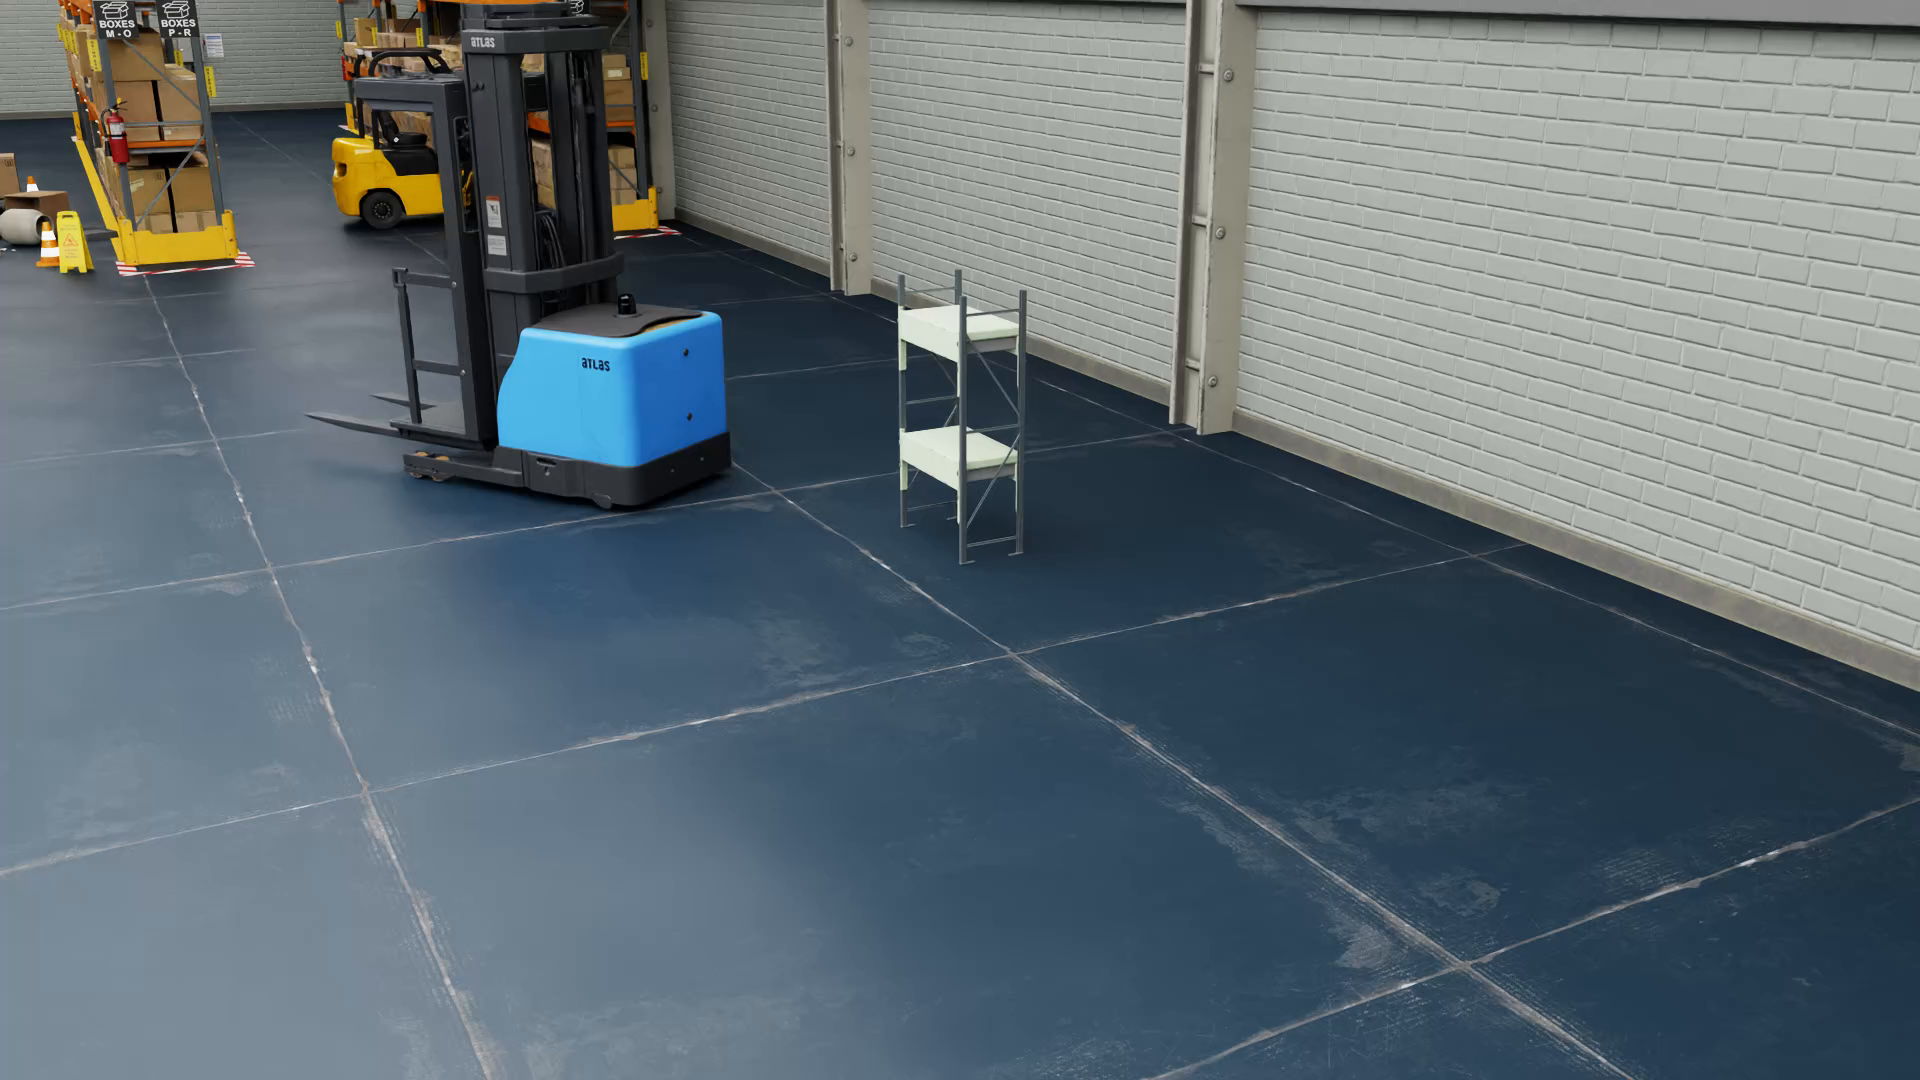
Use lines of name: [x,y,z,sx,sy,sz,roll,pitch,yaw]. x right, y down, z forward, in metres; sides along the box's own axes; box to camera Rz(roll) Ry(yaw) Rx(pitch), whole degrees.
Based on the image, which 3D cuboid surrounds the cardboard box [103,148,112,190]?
cardboard box: [-10.637,-4.766,21.266,0.500,0.500,0.500,-9,21,-24]

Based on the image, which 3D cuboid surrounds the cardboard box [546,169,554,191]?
cardboard box: [-4.920,-4.572,21.087,0.500,0.250,0.500,-10,22,-27]

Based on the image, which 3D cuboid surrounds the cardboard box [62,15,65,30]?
cardboard box: [-15.898,-9.213,30.046,0.500,0.500,0.500,-10,21,-27]

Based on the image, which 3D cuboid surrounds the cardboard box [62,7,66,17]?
cardboard box: [-15.754,-9.399,29.590,0.380,0.149,0.250,-11,22,-28]

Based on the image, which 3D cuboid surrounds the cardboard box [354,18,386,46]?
cardboard box: [-11.320,-9.760,31.943,0.500,0.500,0.500,-9,21,-25]

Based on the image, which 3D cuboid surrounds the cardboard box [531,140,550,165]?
cardboard box: [-5.403,-5.090,21.822,0.500,0.250,0.500,-10,21,-26]

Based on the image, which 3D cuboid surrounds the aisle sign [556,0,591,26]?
aisle sign: [-4.641,-6.510,19.914,0.394,0.787,0.004,-10,21,-27]

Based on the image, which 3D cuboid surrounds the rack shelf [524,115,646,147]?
rack shelf: [-5.363,-5.580,22.306,1.077,0.370,4.000,-10,21,-27]

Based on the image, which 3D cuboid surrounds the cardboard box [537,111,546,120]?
cardboard box: [-5.117,-5.644,21.235,0.500,0.500,0.500,-9,21,-25]

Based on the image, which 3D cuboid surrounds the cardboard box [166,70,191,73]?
cardboard box: [-9.501,-5.381,20.019,0.500,0.500,0.500,-10,22,-28]

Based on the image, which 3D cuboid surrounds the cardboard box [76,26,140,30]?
cardboard box: [-10.224,-5.926,20.065,0.700,0.500,0.500,-11,22,-28]

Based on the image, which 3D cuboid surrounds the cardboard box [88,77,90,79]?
cardboard box: [-11.827,-6.649,23.048,0.500,0.500,0.500,-11,22,-29]

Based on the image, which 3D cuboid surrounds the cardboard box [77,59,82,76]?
cardboard box: [-13.279,-7.284,25.605,0.500,0.250,0.500,-11,22,-28]

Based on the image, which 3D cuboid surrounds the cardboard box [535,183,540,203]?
cardboard box: [-5.372,-4.619,21.992,0.500,0.250,0.500,-10,21,-26]

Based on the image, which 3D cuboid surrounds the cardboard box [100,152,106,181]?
cardboard box: [-11.962,-5.454,24.224,0.950,0.372,0.625,-10,22,-28]

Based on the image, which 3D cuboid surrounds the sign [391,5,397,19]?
sign: [-11.513,-10.716,33.827,0.100,0.325,0.005,-10,21,-27]

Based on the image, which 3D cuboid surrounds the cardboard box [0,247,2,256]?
cardboard box: [-11.180,-3.291,18.941,0.380,0.149,0.250,1,19,2]

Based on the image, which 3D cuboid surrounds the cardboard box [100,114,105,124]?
cardboard box: [-10.213,-5.096,20.187,0.380,0.149,0.250,-10,21,-26]

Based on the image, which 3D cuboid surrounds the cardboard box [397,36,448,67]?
cardboard box: [-9.150,-8.329,28.369,0.797,0.503,0.637,-11,22,-28]

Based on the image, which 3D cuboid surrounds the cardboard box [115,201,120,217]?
cardboard box: [-9.893,-3.964,20.092,0.500,0.250,0.500,-11,22,-29]

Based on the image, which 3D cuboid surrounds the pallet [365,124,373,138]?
pallet: [-11.020,-8.020,32.550,1.003,0.211,1.213,-10,21,-27]

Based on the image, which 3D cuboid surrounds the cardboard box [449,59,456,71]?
cardboard box: [-7.483,-7.203,25.370,0.500,0.250,0.500,-10,21,-26]

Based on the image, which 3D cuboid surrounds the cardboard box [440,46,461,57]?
cardboard box: [-7.913,-7.640,26.025,0.380,0.149,0.250,-10,21,-26]

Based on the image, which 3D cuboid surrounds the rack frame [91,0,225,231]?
rack frame: [-8.780,-4.576,18.293,1.000,3.000,0.127,-10,21,-27]

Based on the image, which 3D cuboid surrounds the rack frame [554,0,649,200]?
rack frame: [-4.414,-5.346,20.524,1.000,3.000,0.127,-10,21,-27]

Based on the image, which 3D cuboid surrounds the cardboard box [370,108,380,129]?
cardboard box: [-10.940,-8.216,32.031,0.700,0.500,0.500,-11,22,-29]

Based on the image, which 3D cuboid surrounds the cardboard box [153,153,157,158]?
cardboard box: [-9.919,-4.703,21.084,0.500,0.500,0.500,-10,21,-26]

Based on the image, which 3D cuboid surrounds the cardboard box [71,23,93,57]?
cardboard box: [-13.536,-7.790,25.921,0.500,0.500,0.500,-10,21,-27]

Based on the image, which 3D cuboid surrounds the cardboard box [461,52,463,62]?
cardboard box: [-7.121,-7.116,24.508,0.380,0.149,0.250,-11,22,-28]

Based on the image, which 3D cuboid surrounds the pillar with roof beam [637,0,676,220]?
pillar with roof beam: [-7.740,-7.854,18.597,9.100,9.000,0.400,-10,21,-27]

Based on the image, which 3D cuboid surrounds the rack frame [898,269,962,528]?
rack frame: [-0.171,-0.812,9.686,0.400,1.500,0.023,-10,21,-27]

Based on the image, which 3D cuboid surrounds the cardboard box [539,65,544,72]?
cardboard box: [-5.149,-5.981,21.219,0.380,0.149,0.250,-10,21,-27]

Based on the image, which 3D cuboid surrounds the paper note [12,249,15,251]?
paper note: [-11.066,-3.390,19.441,0.032,0.001,0.123,-10,21,-27]

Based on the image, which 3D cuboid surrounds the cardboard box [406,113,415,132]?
cardboard box: [-9.345,-7.188,29.053,0.500,0.500,0.500,-11,22,-29]

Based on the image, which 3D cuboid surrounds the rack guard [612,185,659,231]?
rack guard: [-4.402,-4.157,20.912,1.175,0.500,0.348,-10,21,-27]

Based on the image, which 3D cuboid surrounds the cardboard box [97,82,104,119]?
cardboard box: [-9.749,-5.165,19.393,0.500,0.500,0.500,-10,21,-27]

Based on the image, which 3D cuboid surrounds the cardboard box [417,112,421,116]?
cardboard box: [-9.117,-7.378,28.610,0.380,0.149,0.250,-10,22,-27]

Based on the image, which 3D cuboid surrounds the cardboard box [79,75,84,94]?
cardboard box: [-13.304,-7.050,25.695,0.500,0.250,0.500,-10,21,-26]

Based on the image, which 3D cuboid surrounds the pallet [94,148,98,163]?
pallet: [-14.046,-6.492,28.123,1.003,0.211,1.213,-10,21,-27]

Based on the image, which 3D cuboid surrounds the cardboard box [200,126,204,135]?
cardboard box: [-8.946,-4.745,19.170,0.380,0.149,0.250,-11,22,-28]

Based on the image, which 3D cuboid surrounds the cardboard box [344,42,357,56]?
cardboard box: [-12.033,-9.836,33.313,0.500,0.250,0.500,-10,21,-26]

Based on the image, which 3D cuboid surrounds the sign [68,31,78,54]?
sign: [-13.066,-7.333,24.508,0.100,0.325,0.005,-10,21,-27]

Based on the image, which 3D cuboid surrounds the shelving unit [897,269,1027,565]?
shelving unit: [0.003,-0.707,9.381,0.431,1.500,0.755,-10,21,-27]

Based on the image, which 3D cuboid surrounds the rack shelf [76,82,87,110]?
rack shelf: [-13.529,-7.106,26.730,1.077,0.370,4.000,-10,21,-27]

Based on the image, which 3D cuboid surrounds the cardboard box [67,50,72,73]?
cardboard box: [-15.912,-8.744,30.220,0.500,0.500,0.500,-10,21,-27]

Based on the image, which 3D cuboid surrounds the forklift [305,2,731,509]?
forklift: [-3.029,-1.899,10.641,3.031,2.935,1.130,10,21,27]

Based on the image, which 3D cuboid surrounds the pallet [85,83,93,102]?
pallet: [-12.147,-6.593,24.435,1.213,0.211,1.003,-10,21,-27]

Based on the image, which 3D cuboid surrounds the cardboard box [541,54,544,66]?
cardboard box: [-5.062,-6.047,20.954,0.380,0.149,0.250,-9,21,-25]
